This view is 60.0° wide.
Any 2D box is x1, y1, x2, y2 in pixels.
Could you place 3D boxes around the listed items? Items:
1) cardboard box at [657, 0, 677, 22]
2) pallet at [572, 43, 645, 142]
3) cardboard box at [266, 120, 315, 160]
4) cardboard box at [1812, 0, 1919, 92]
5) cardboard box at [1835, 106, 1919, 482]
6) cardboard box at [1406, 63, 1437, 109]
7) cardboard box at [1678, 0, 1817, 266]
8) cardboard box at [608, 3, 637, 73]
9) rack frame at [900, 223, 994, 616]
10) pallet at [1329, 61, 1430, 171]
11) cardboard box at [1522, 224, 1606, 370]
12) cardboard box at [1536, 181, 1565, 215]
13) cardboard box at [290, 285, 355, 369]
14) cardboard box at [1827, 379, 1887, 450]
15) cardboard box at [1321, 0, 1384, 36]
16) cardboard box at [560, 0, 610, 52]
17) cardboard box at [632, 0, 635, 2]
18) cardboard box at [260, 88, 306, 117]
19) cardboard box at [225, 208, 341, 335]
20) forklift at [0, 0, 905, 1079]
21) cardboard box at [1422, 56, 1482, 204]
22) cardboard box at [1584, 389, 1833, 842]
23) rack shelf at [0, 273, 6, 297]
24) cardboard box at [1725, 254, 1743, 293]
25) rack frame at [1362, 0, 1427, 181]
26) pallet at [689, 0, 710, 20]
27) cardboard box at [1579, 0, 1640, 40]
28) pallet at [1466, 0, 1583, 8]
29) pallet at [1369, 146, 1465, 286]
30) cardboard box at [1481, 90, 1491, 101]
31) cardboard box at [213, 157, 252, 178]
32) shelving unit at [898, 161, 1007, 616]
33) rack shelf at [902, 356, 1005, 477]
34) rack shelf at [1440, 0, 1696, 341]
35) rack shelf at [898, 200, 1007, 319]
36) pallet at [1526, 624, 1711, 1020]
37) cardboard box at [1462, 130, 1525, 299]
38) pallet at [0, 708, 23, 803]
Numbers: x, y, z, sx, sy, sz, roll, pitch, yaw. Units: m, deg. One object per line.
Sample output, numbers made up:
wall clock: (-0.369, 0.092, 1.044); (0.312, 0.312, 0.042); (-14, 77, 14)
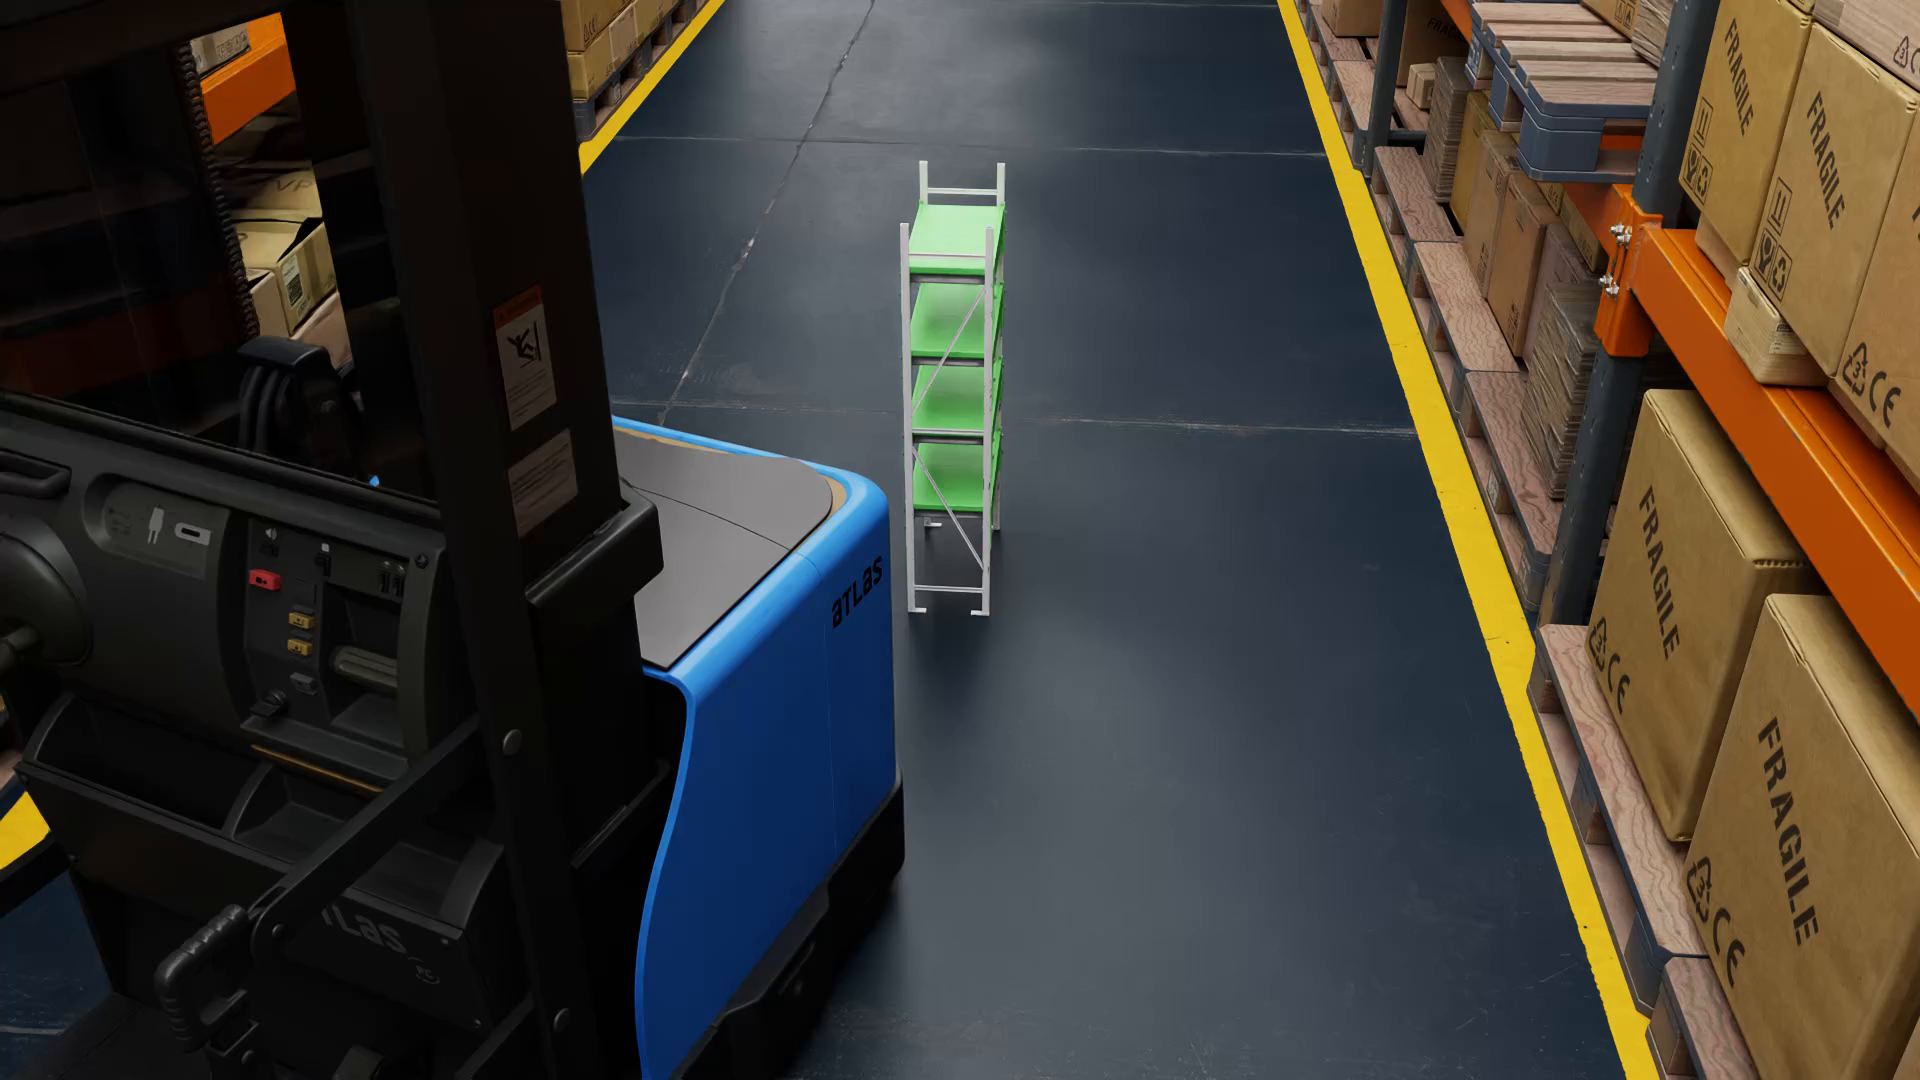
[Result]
cardboard box: (-1.997, -3.270, 9.917); (0.500, 0.250, 0.500); (2, 32, 4)
pallet: (-2.357, -2.475, 9.064); (1.003, 0.211, 1.213); (2, 32, 4)
cardboard box: (-2.334, -1.475, 6.470); (0.500, 0.311, 0.500); (2, 32, 3)
cardboard box: (1.811, -0.936, 2.797); (0.500, 0.250, 0.500); (2, 32, 3)
cardboard box: (1.760, -0.348, 2.558); (0.500, 0.500, 0.500); (2, 32, 4)
cardboard box: (2.488, -2.300, 8.405); (0.380, 0.166, 0.250); (-2, 32, -2)
cardboard box: (1.854, -0.881, 3.423); (0.500, 0.500, 0.500); (3, 32, 5)
cardboard box: (-2.078, -2.747, 9.069); (0.500, 0.250, 0.500); (2, 32, 4)
rack frame: (-0.033, -0.297, 4.588); (0.240, 1.200, 0.015); (2, 32, 4)
pallet: (2.493, -2.204, 8.625); (1.003, 0.211, 1.213); (2, 32, 4)
cardboard box: (2.313, -0.713, 5.511); (0.700, 0.500, 0.500); (2, 32, 4)
cardboard box: (2.301, -1.332, 5.801); (0.500, 0.250, 0.500); (2, 32, 4)
cardboard box: (-2.414, -0.689, 5.729); (0.500, 0.250, 0.500); (2, 32, 3)
cardboard box: (1.858, -0.282, 3.070); (0.380, 0.149, 0.250); (2, 32, 3)
cardboard box: (2.498, -3.215, 9.572); (0.700, 0.500, 0.500); (1, 32, 1)
cardboard box: (-2.114, -2.804, 8.447); (0.500, 0.500, 0.500); (2, 32, 4)
cardboard box: (-2.032, -3.327, 9.296); (0.500, 0.500, 0.500); (2, 32, 4)
cardboard box: (-2.832, -1.757, 6.928); (0.500, 0.311, 0.500); (1, 32, 2)
cardboard box: (-2.419, -0.940, 5.601); (0.500, 0.311, 0.500); (2, 32, 3)
forklift: (-1.212, 0.133, 2.241); (1.130, 2.935, 3.031); (14, 34, 21)
cardboard box: (2.431, -1.776, 7.236); (0.700, 0.500, 0.500); (3, 32, 6)
cardboard box: (1.958, 0.169, 3.766); (0.750, 0.750, 0.750); (2, 32, 3)
rack shelf: (-2.952, 0.196, 2.759); (1.077, 0.370, 4.000); (2, 32, 4)
cardboard box: (1.862, -0.554, 3.511); (0.380, 0.149, 0.250); (3, 32, 5)
rack frame: (2.474, -3.038, 7.321); (1.000, 3.000, 0.127); (2, 32, 4)
pallet: (-2.158, -3.751, 11.135); (1.003, 0.211, 1.213); (2, 32, 4)
cardboard box: (2.195, -1.716, 4.661); (0.700, 0.500, 0.500); (0, 32, -1)
pallet: (2.269, -1.902, 5.660); (1.003, 0.211, 1.213); (2, 32, 4)
pallet: (2.412, -1.444, 7.392); (1.003, 0.211, 1.213); (2, 32, 4)
cardboard box: (2.398, -1.865, 6.665); (0.500, 0.250, 0.500); (2, 32, 3)
cardboard box: (-2.912, -1.223, 6.062); (0.500, 0.311, 0.500); (2, 32, 4)
shelving unit: (-0.013, -0.424, 4.795); (0.258, 1.200, 0.503); (2, 32, 4)
rack shelf: (-0.013, -0.370, 4.828); (0.258, 0.148, 0.480); (2, 32, 4)
rack shelf: (2.311, -1.686, 5.813); (1.077, 0.370, 4.000); (2, 32, 4)
rack shelf: (-0.013, -0.778, 4.576); (0.258, 0.148, 0.480); (2, 32, 4)
pallet: (2.009, 0.650, 3.995); (1.003, 0.211, 1.213); (2, 32, 4)
cardboard box: (2.357, -1.238, 6.364); (0.700, 0.500, 0.500); (3, 32, 5)
pallet: (-2.888, 0.420, 4.368); (1.003, 0.211, 1.213); (2, 32, 4)
